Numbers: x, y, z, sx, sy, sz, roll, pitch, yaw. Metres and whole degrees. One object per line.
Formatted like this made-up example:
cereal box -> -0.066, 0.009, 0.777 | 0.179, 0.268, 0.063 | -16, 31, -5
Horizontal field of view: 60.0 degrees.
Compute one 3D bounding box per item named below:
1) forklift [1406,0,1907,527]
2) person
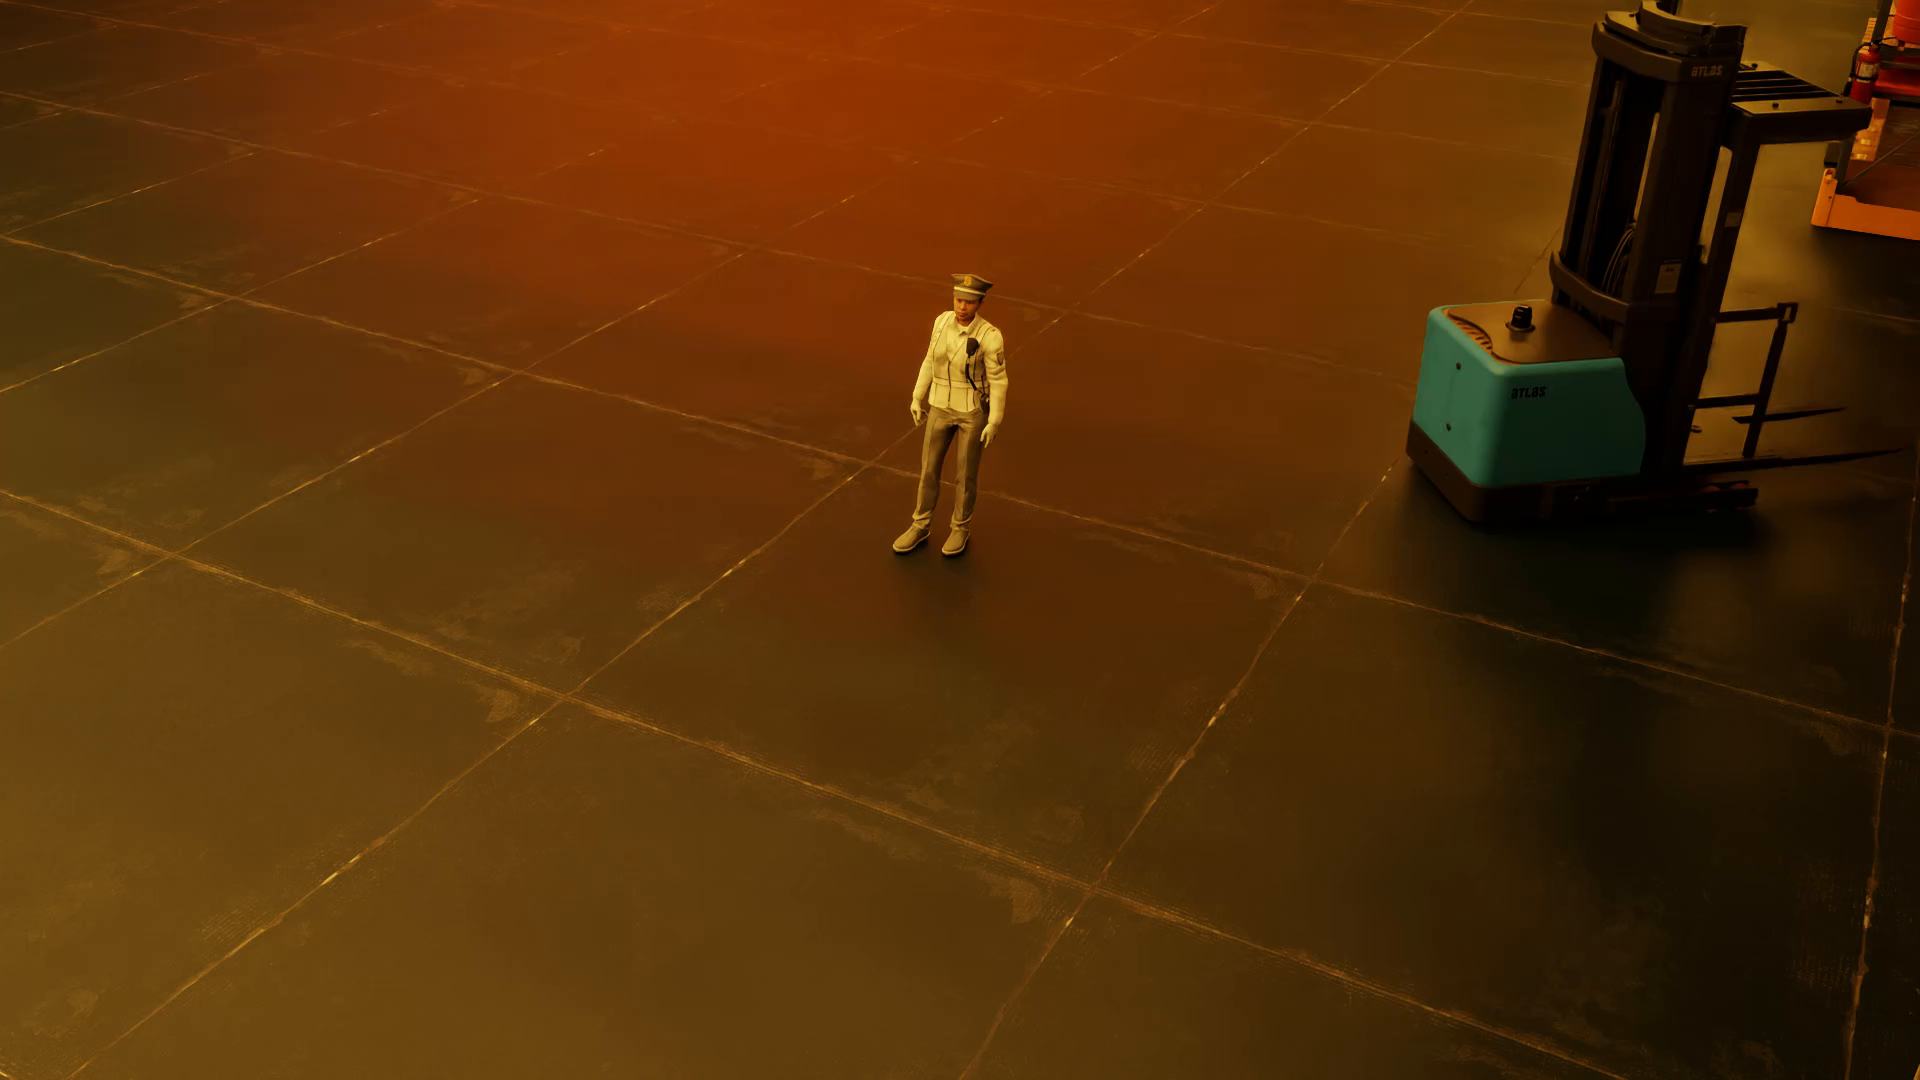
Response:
forklift -> 4.474, -1.692, 10.003 | 3.031, 2.935, 1.130 | -5, 30, -9
person -> -0.039, -0.712, 9.527 | 0.588, 1.695, 0.531 | 15, 33, 25
